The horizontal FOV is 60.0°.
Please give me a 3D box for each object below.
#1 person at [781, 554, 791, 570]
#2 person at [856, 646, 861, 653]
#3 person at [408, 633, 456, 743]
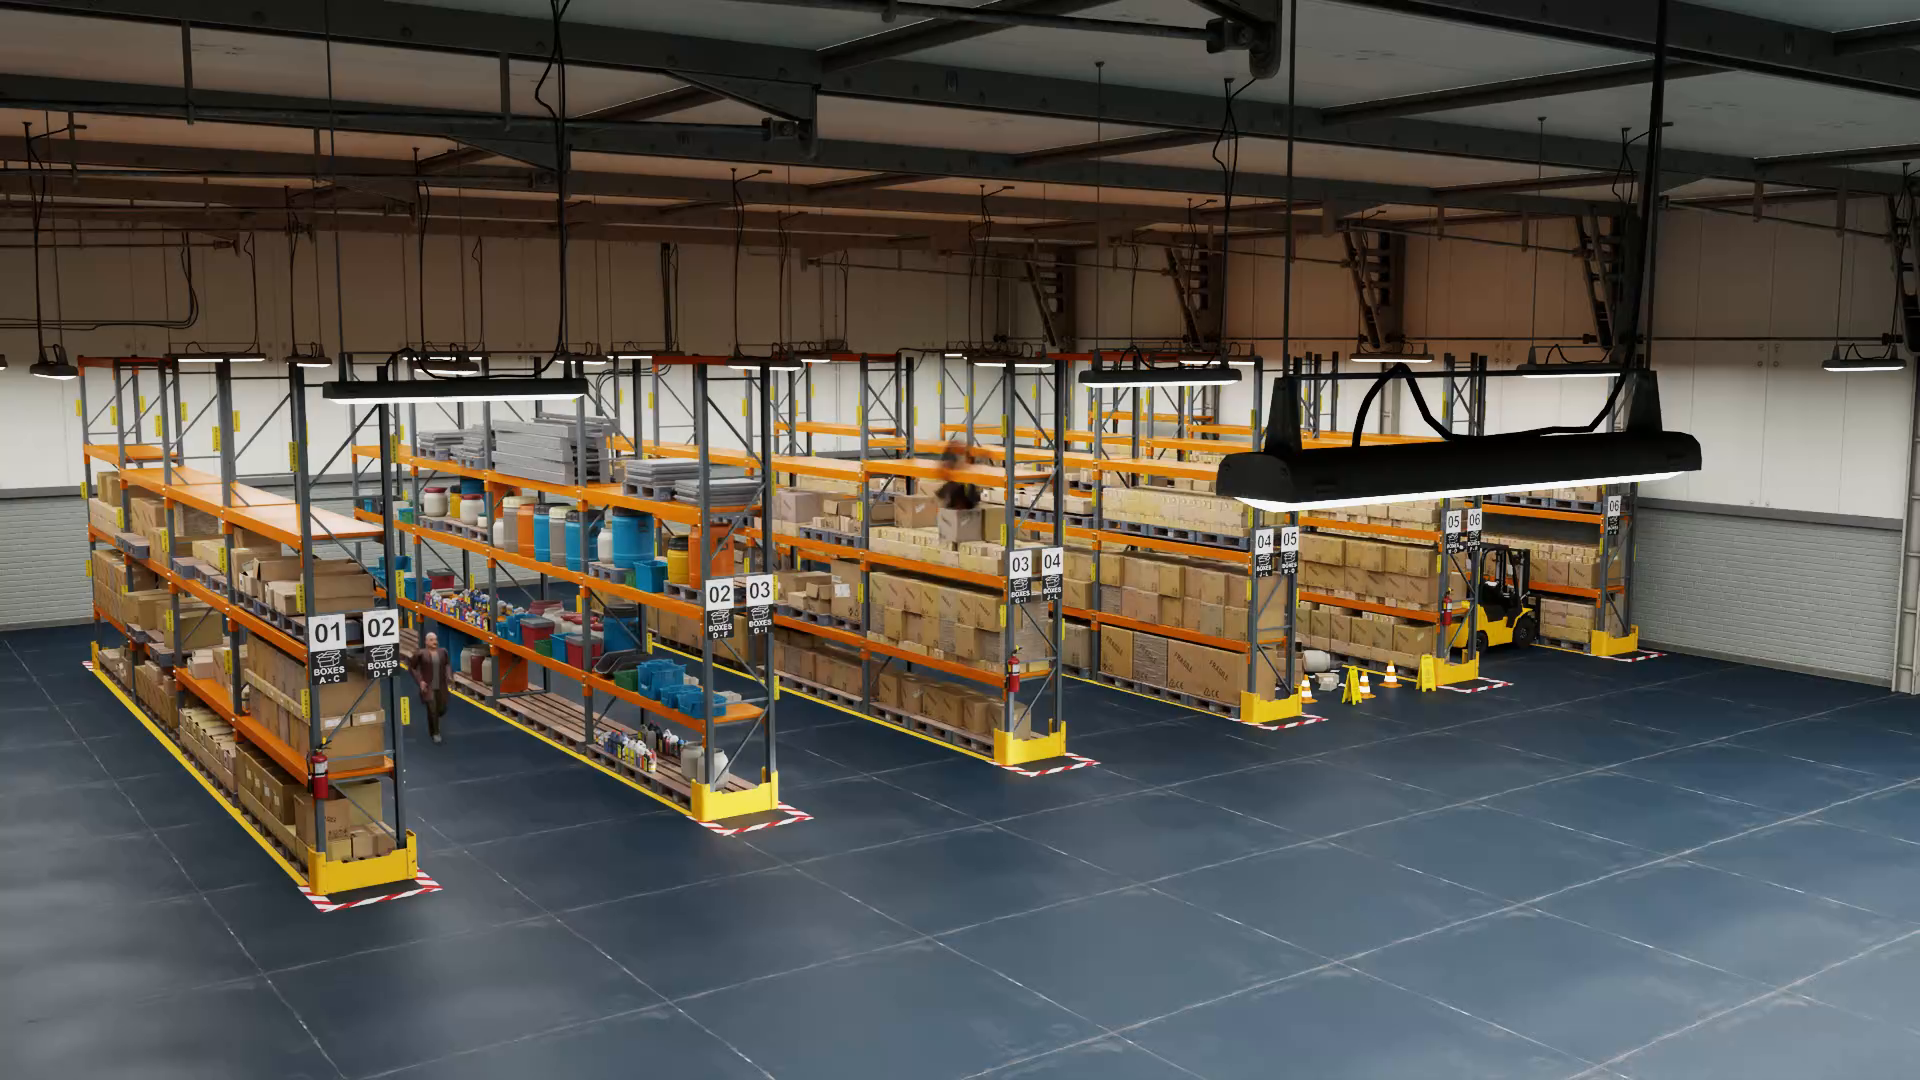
[{"bbox_3d":[-4.291,0.406,41.992,0.787,1.725,0.667,-4,8,-32],"label":"person"},{"bbox_3d":[-1.916,1.539,32.529,0.700,1.719,0.625,-6,9,-42],"label":"person"},{"bbox_3d":[-8.375,2.301,26.286,0.694,1.730,0.694,-6,9,-39],"label":"person"}]
